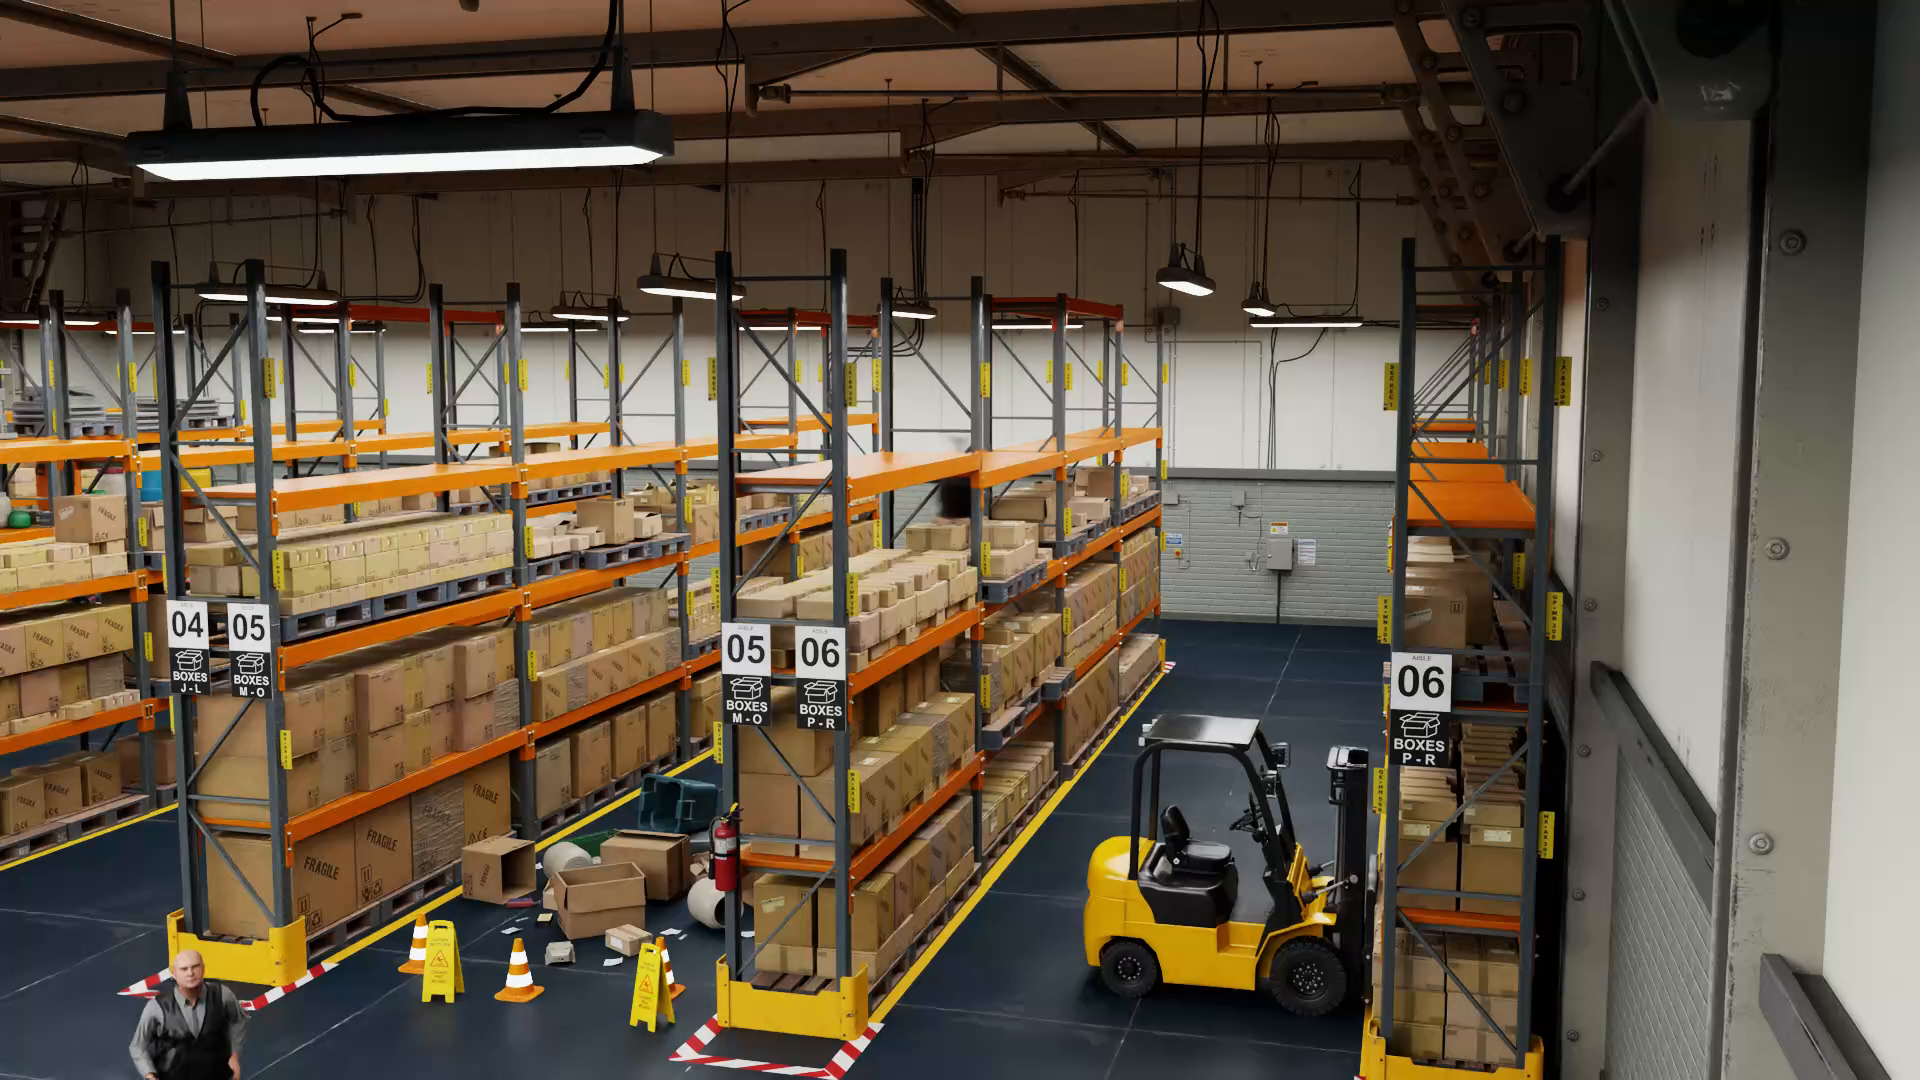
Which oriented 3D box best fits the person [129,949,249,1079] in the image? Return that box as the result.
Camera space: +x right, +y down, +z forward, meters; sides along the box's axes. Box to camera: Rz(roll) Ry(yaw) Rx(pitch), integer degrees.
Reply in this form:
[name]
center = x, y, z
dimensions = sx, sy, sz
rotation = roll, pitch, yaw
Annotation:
[person]
center = -4.649, 3.282, 10.081
dimensions = 0.673, 1.673, 0.688
rotation = -4, 7, -33
